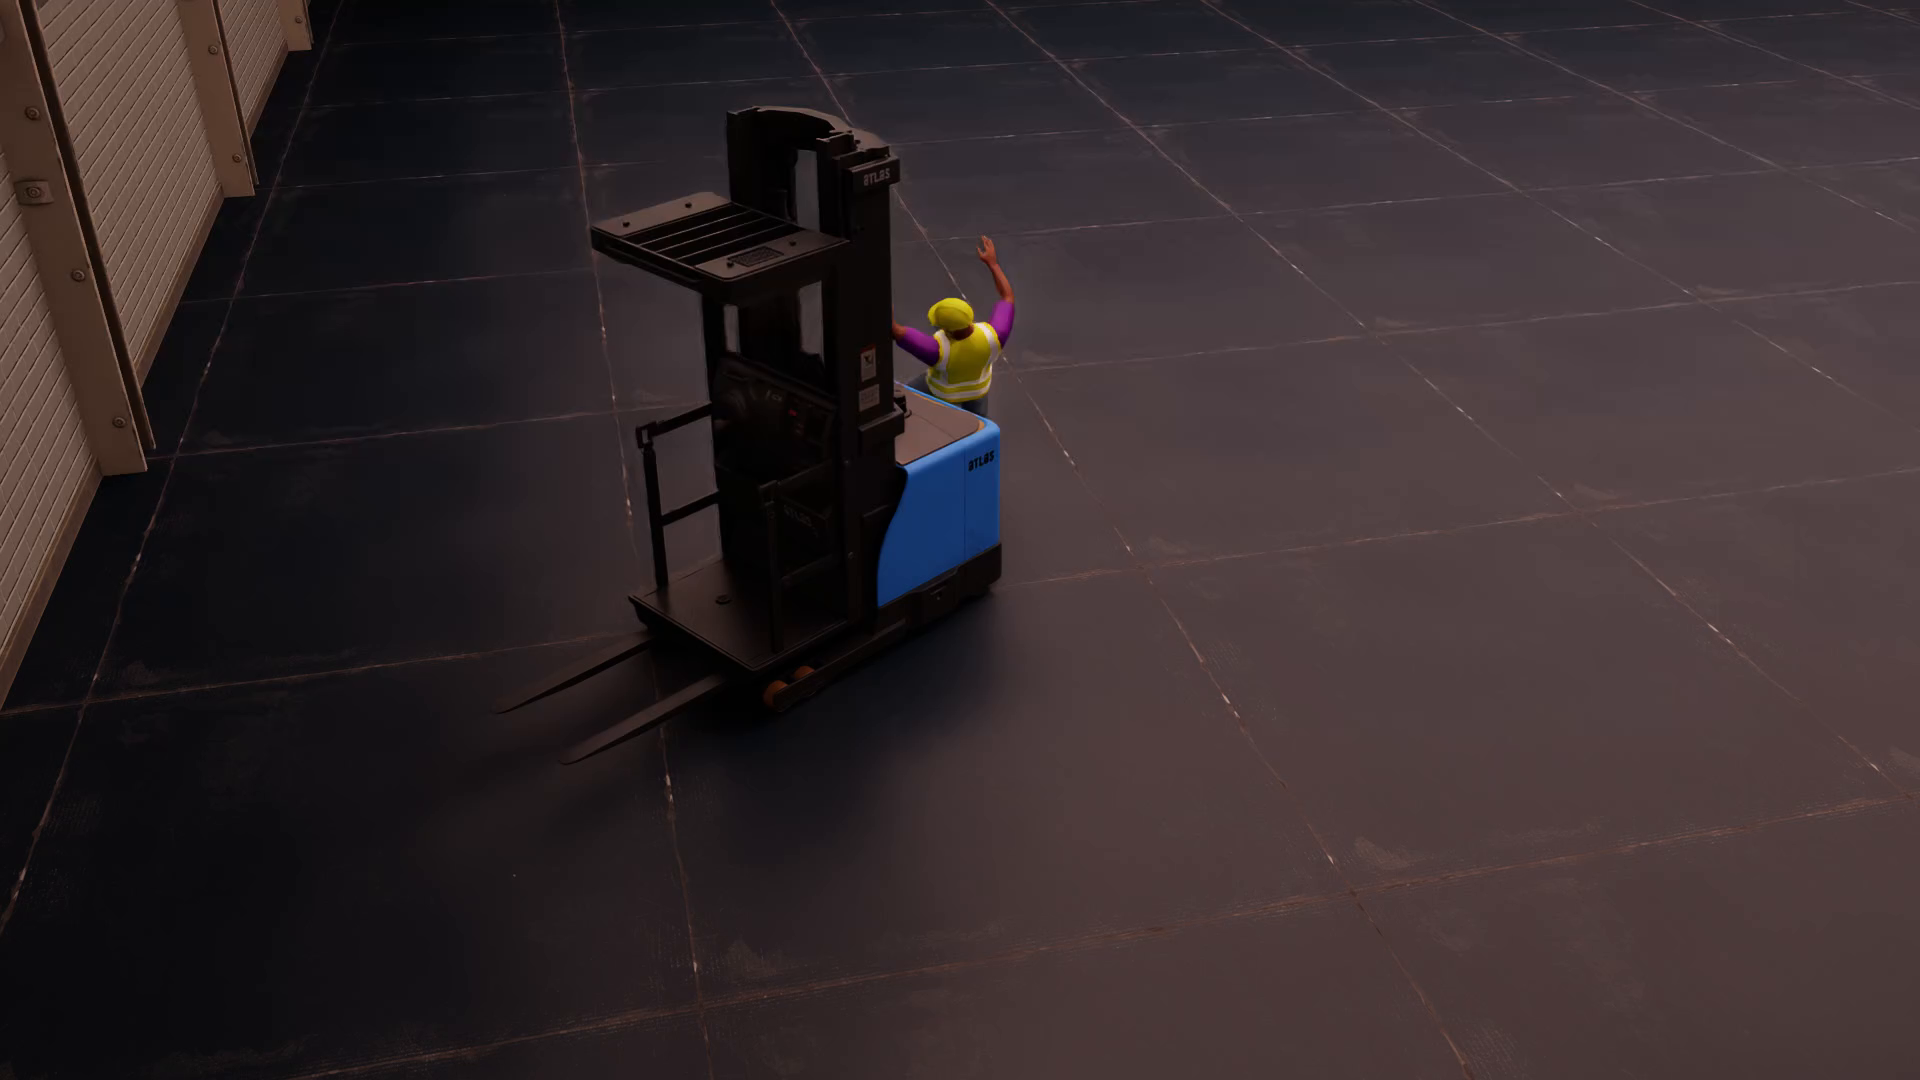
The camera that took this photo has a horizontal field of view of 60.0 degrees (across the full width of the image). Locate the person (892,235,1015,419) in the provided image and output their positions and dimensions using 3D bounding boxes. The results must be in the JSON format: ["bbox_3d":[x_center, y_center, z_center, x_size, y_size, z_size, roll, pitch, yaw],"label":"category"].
[{"bbox_3d":[-0.180,-1.068,10.718,1.083,1.662,0.807,-6,31,-10],"label":"person"}]

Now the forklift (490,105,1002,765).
[{"bbox_3d":[-1.135,-0.637,8.674,1.130,2.935,3.031,26,39,37],"label":"forklift"}]
